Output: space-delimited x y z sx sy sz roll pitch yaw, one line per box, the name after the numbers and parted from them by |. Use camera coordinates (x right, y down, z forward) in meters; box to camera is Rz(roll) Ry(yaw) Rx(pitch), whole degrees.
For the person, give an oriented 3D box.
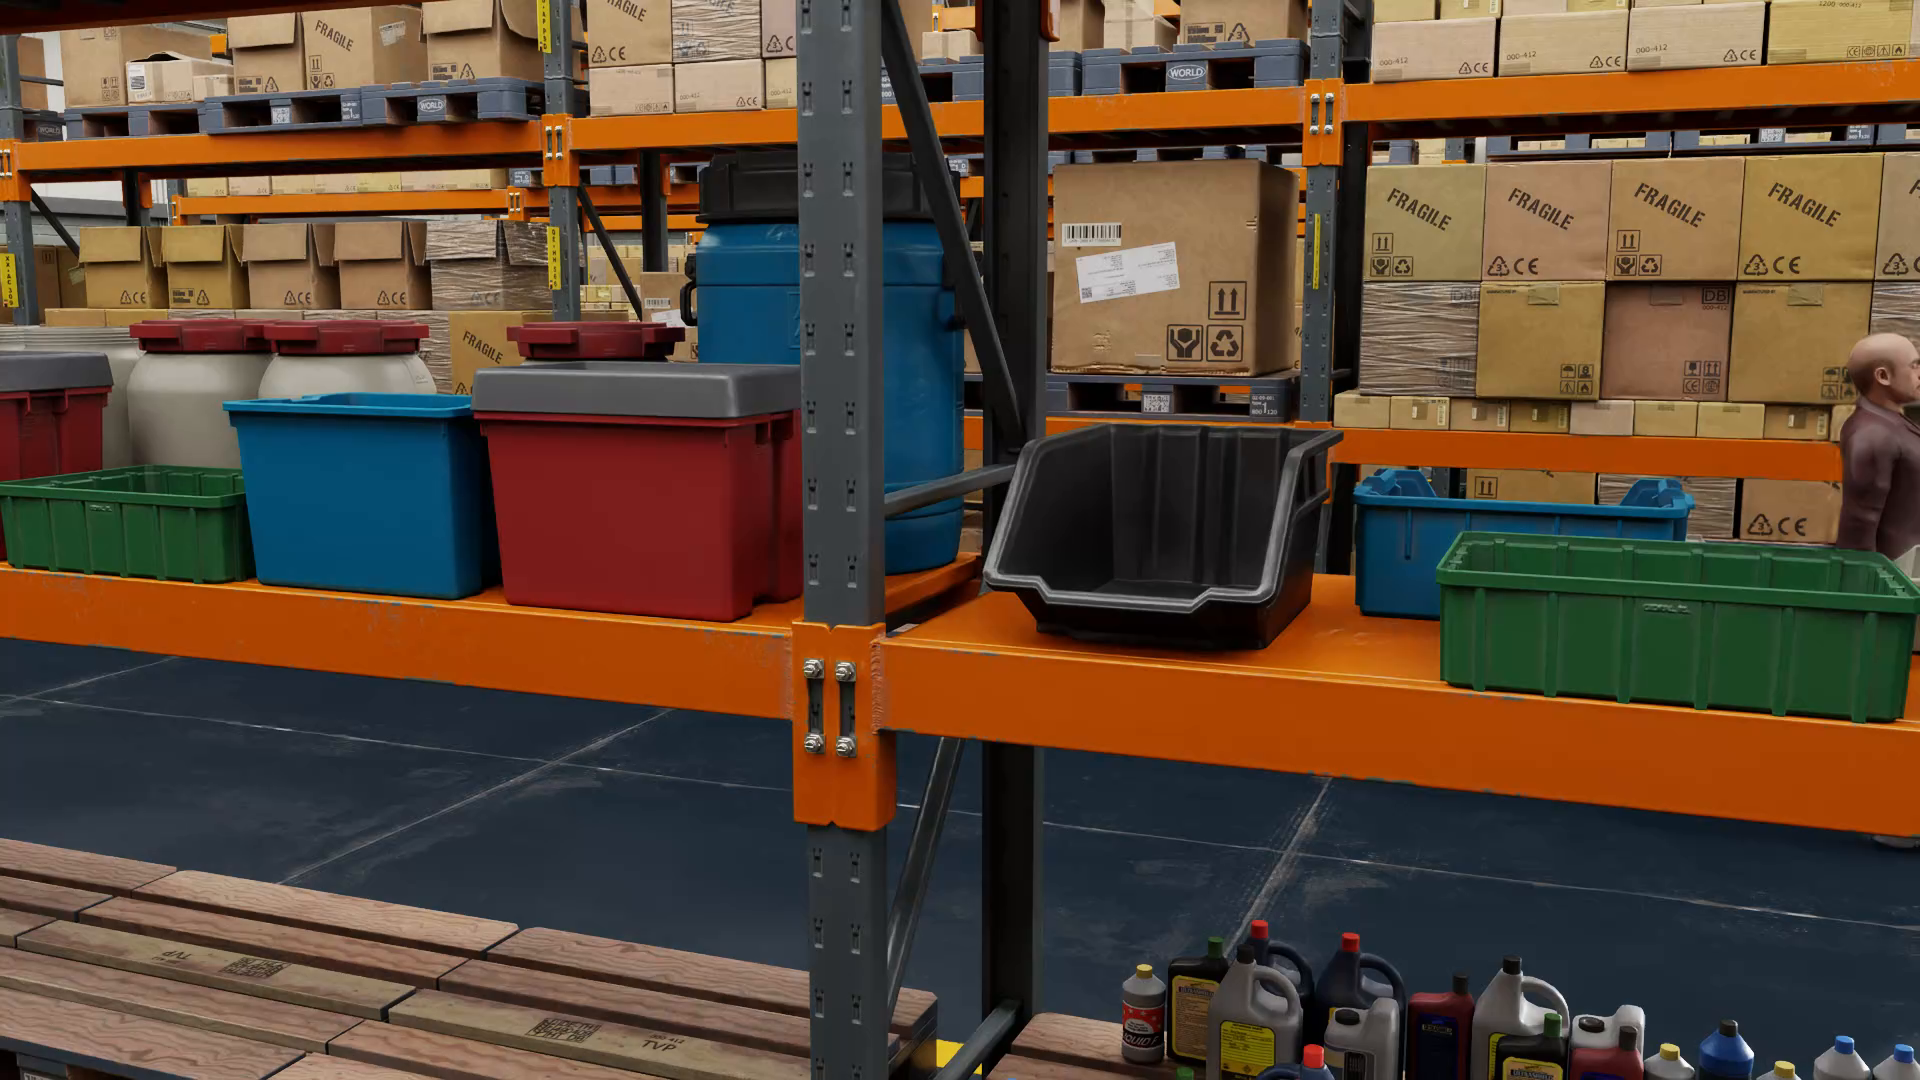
3.131 0.166 5.736 0.888 1.748 0.562 4 9 23 | person
